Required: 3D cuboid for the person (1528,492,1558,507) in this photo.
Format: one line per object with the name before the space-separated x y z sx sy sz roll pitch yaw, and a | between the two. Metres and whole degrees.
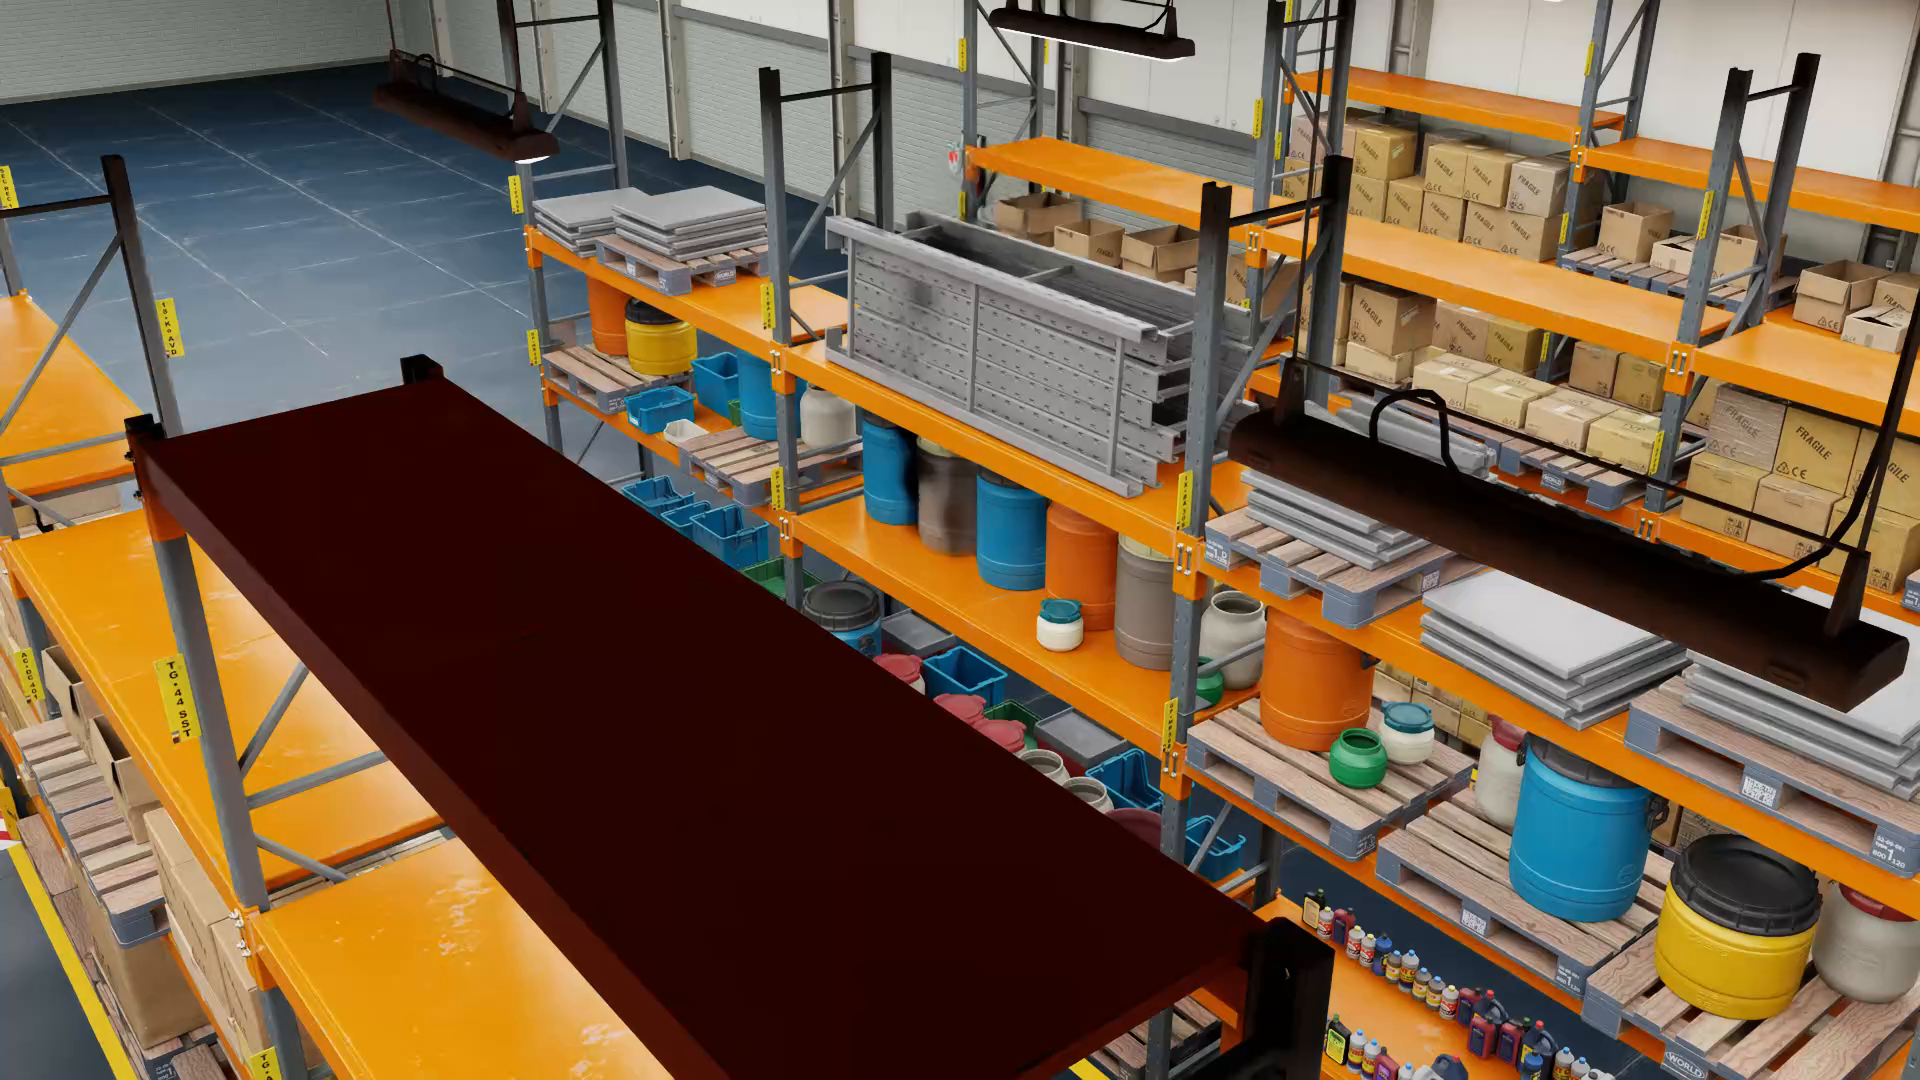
person | 5.458 0.268 15.844 0.578 1.665 0.582 23 34 39
